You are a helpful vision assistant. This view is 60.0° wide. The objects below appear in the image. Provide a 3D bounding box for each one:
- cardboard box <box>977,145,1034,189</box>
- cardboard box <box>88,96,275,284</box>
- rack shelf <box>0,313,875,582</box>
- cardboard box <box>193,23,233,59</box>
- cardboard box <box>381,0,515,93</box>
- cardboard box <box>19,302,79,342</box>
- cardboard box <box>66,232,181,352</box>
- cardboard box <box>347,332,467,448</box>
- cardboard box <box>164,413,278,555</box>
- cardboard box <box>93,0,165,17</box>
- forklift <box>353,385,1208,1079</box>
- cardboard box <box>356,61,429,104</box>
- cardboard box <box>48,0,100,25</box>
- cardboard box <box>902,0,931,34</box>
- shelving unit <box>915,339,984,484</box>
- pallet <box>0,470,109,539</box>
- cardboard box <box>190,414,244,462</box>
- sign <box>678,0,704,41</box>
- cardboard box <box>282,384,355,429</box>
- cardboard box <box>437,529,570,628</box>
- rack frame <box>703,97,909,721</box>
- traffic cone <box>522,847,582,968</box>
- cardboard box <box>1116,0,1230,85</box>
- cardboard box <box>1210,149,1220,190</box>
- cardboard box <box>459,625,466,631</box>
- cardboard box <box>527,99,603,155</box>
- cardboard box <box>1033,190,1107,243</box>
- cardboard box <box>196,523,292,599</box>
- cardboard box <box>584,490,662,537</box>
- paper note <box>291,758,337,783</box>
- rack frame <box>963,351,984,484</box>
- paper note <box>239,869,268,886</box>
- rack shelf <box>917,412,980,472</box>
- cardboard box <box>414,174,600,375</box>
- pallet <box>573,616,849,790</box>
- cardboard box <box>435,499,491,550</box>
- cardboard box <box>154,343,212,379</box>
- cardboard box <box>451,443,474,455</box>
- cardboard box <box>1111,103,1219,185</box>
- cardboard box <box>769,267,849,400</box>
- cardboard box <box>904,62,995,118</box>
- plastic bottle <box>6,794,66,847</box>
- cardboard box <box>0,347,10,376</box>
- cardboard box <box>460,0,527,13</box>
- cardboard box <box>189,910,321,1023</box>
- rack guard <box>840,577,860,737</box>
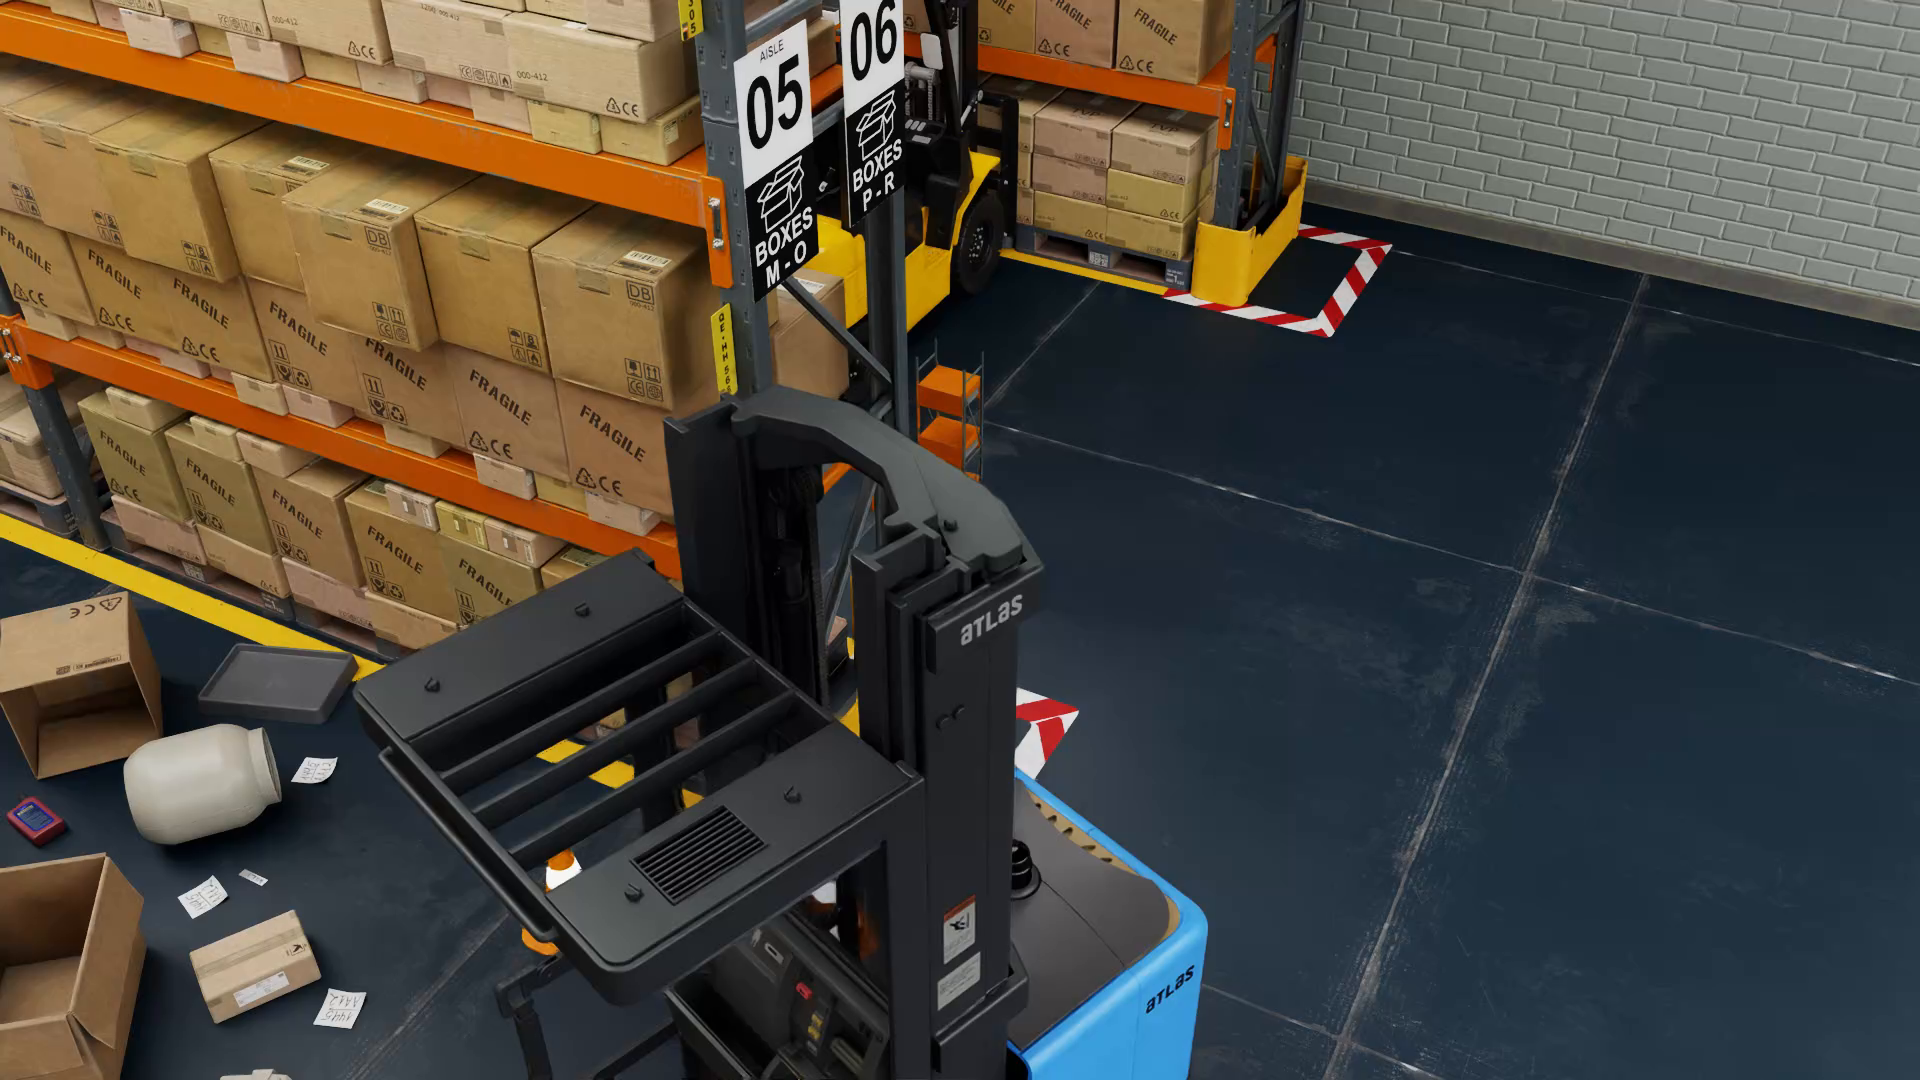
[{"bbox_3d":[0.313,-2.483,10.553,0.500,0.250,0.500,16,40,20],"label":"cardboard box"},{"bbox_3d":[-2.866,-1.423,6.487,0.500,0.500,0.700,17,40,21],"label":"cardboard box"},{"bbox_3d":[-2.258,-0.570,7.115,4.000,0.370,1.077,17,41,21],"label":"rack shelf"},{"bbox_3d":[-2.499,-1.859,5.945,0.250,0.149,0.380,18,41,22],"label":"cardboard box"},{"bbox_3d":[-1.500,-1.699,5.405,0.500,0.250,0.500,17,40,21],"label":"cardboard box"},{"bbox_3d":[-3.902,-1.053,7.364,0.250,0.149,0.380,17,40,21],"label":"cardboard box"},{"bbox_3d":[-3.315,-1.172,6.984,0.500,0.500,0.500,17,40,21],"label":"cardboard box"},{"bbox_3d":[-1.976,-0.744,6.421,0.500,0.500,0.500,17,40,21],"label":"cardboard box"},{"bbox_3d":[-3.153,-0.332,7.513,0.500,0.500,0.500,19,41,23],"label":"cardboard box"},{"bbox_3d":[-2.868,-2.112,5.949,0.500,0.250,0.500,18,41,22],"label":"cardboard box"},{"bbox_3d":[-0.665,1.198,4.248,3.031,2.935,1.130,-29,46,-32],"label":"forklift"},{"bbox_3d":[-1.821,-1.638,5.654,0.250,0.149,0.380,17,40,21],"label":"cardboard box"},{"bbox_3d":[-3.188,-2.086,6.244,0.250,0.149,0.380,19,41,23],"label":"cardboard box"},{"bbox_3d":[-0.123,-3.428,10.202,0.500,0.500,0.500,18,41,22],"label":"cardboard box"},{"bbox_3d":[-0.048,-0.433,7.952,0.252,1.050,0.215,17,41,21],"label":"shelving unit"},{"bbox_3d":[-4.726,-0.518,8.757,1.213,0.211,1.003,17,41,21],"label":"pallet"},{"bbox_3d":[-3.094,-0.524,7.229,0.250,0.149,0.380,19,41,23],"label":"cardboard box"},{"bbox_3d":[-0.755,-1.556,4.605,0.005,0.325,0.100,17,41,21],"label":"sign"},{"bbox_3d":[-2.533,-0.637,6.816,0.250,0.149,0.380,17,40,21],"label":"cardboard box"},{"bbox_3d":[-1.778,0.103,6.940,0.500,0.500,0.500,19,41,23],"label":"cardboard box"},{"bbox_3d":[-0.482,-0.300,6.165,0.127,3.000,1.000,17,41,21],"label":"rack frame"},{"bbox_3d":[-1.457,1.283,6.177,0.334,0.463,0.336,17,41,21],"label":"traffic cone"},{"bbox_3d":[1.240,-3.002,9.641,0.500,0.500,0.500,16,40,21],"label":"cardboard box"},{"bbox_3d":[1.476,-2.480,10.549,0.500,0.250,0.500,18,41,22],"label":"cardboard box"},{"bbox_3d":[-1.780,0.399,7.170,0.500,0.250,0.500,18,41,22],"label":"cardboard box"},{"bbox_3d":[-1.163,-1.396,5.335,0.250,0.149,0.380,18,41,22],"label":"cardboard box"},{"bbox_3d":[0.798,-2.143,10.519,0.500,0.250,0.500,17,41,21],"label":"cardboard box"},{"bbox_3d":[-3.155,-0.033,7.740,0.500,0.250,0.500,20,41,24],"label":"cardboard box"},{"bbox_3d":[-1.188,-0.200,6.241,0.250,0.149,0.380,17,40,21],"label":"cardboard box"},{"bbox_3d":[-2.700,0.960,6.960,0.148,0.019,0.142,4,37,6],"label":"paper note"},{"bbox_3d":[0.061,-0.399,7.907,0.008,1.050,0.200,17,41,21],"label":"rack frame"},{"bbox_3d":[-2.764,1.320,6.503,0.123,0.001,0.032,17,41,21],"label":"paper note"},{"bbox_3d":[-0.048,-0.425,7.959,0.240,0.259,0.215,17,41,21],"label":"rack shelf"},{"bbox_3d":[-1.482,-1.027,5.966,0.500,0.500,0.700,18,41,22],"label":"cardboard box"},{"bbox_3d":[-1.255,0.544,7.358,1.213,0.211,1.003,17,41,21],"label":"pallet"},{"bbox_3d":[-1.892,-0.150,6.737,0.250,0.149,0.380,18,41,22],"label":"cardboard box"},{"bbox_3d":[-3.200,-0.865,7.117,0.250,0.149,0.380,19,41,23],"label":"cardboard box"},{"bbox_3d":[-1.811,-0.485,6.616,0.250,0.149,0.380,18,41,22],"label":"cardboard box"},{"bbox_3d":[1.245,-2.397,10.027,0.500,0.250,0.500,19,41,23],"label":"cardboard box"},{"bbox_3d":[-0.775,-0.739,6.414,0.500,0.500,0.500,17,40,21],"label":"cardboard box"},{"bbox_3d":[-0.110,-2.816,10.579,0.500,0.250,0.500,17,40,21],"label":"cardboard box"},{"bbox_3d":[-3.750,1.123,6.719,0.283,0.061,0.133,25,44,29],"label":"plastic bottle"},{"bbox_3d":[-5.141,-0.876,8.749,0.625,0.372,0.950,20,42,24],"label":"cardboard box"},{"bbox_3d":[-1.364,-1.802,5.210,0.250,0.149,0.380,17,40,21],"label":"cardboard box"},{"bbox_3d":[-2.574,1.555,6.078,0.380,0.149,0.250,-21,42,-25],"label":"cardboard box"},{"bbox_3d":[-0.549,0.674,6.949,0.348,0.500,1.175,17,41,21],"label":"rack guard"}]
